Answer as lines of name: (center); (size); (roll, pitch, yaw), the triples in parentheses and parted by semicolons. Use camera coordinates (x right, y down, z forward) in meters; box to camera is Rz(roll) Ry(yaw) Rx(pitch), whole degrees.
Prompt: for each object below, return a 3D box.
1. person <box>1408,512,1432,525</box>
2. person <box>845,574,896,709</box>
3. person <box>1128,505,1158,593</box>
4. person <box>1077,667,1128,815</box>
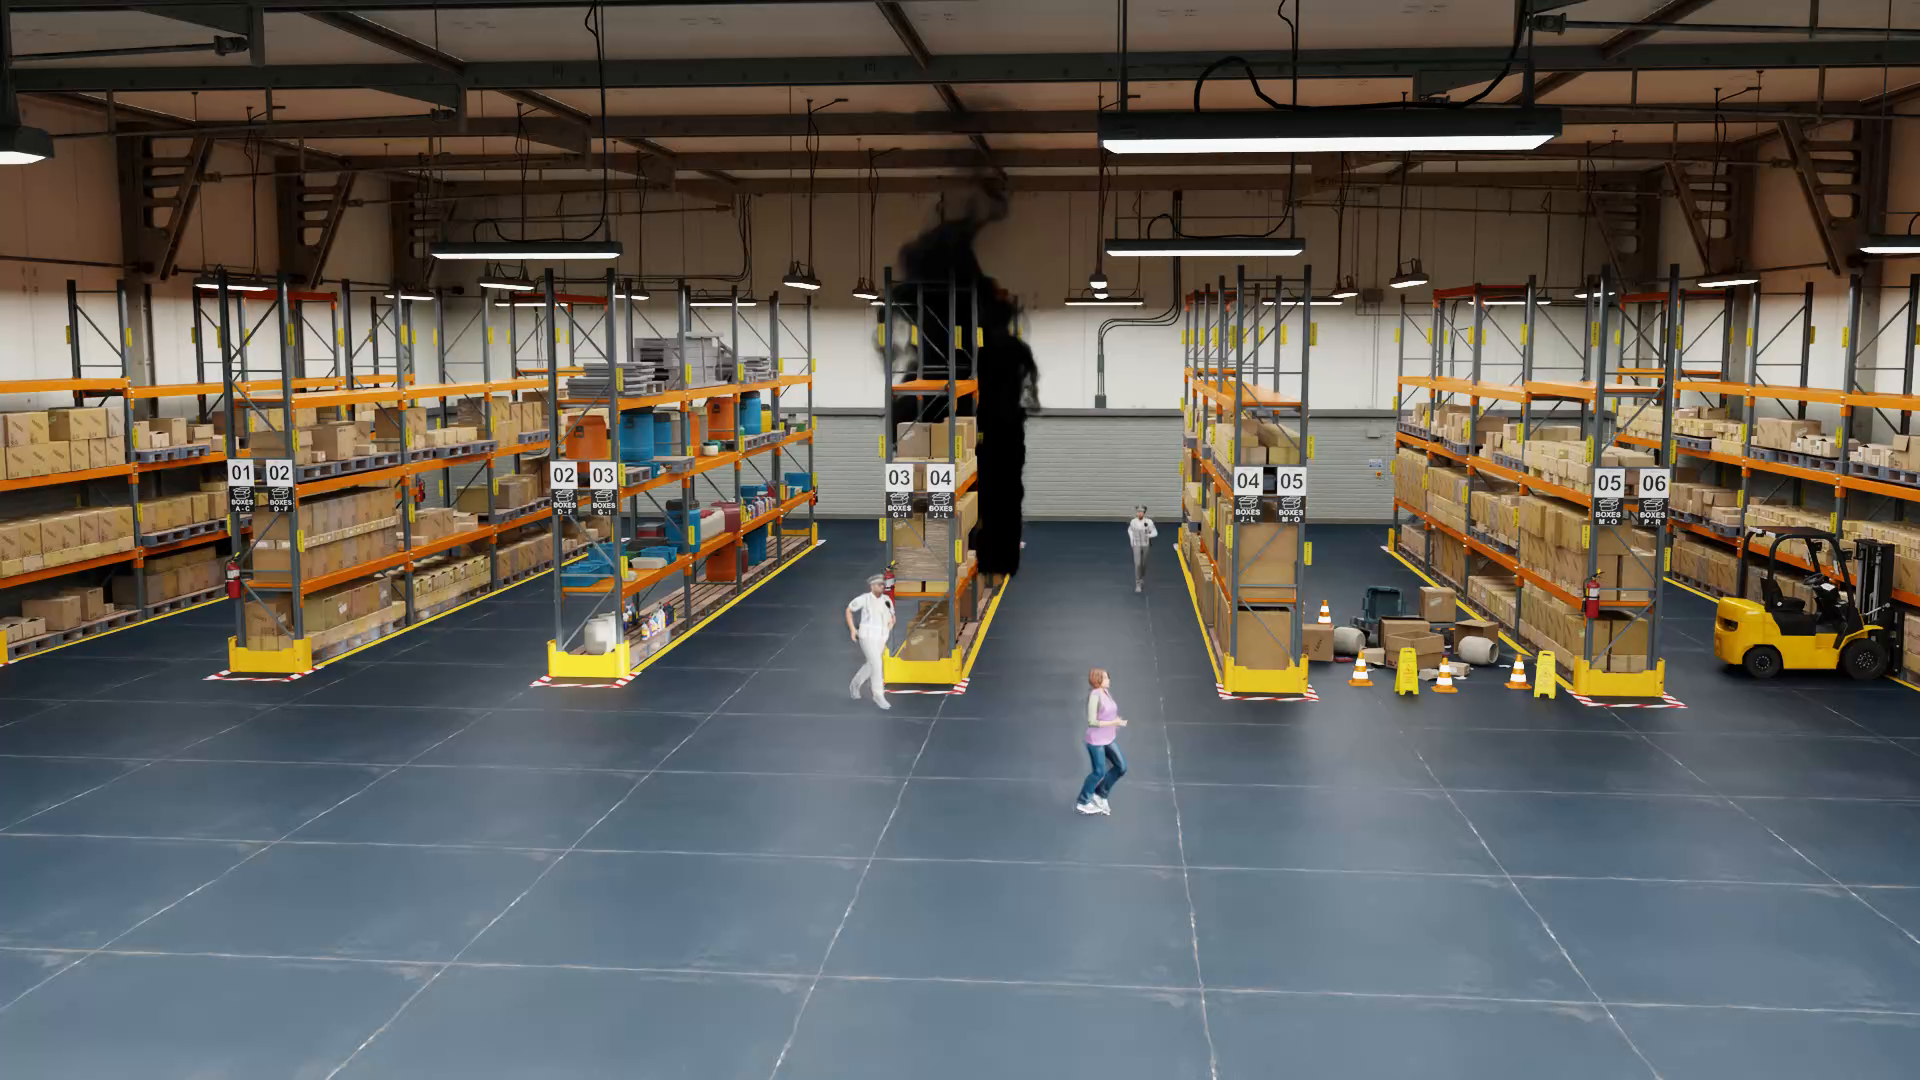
person: (11.119, -0.793, 40.367); (0.906, 1.758, 0.766); (6, 9, 39)
person: (-1.147, 1.354, 22.847); (0.666, 1.779, 0.907); (-6, 9, -42)
person: (3.634, 0.147, 33.125); (0.598, 1.713, 0.869); (1, 7, 9)
person: (1.505, 2.111, 17.366); (0.615, 1.582, 0.519); (4, 8, 32)
